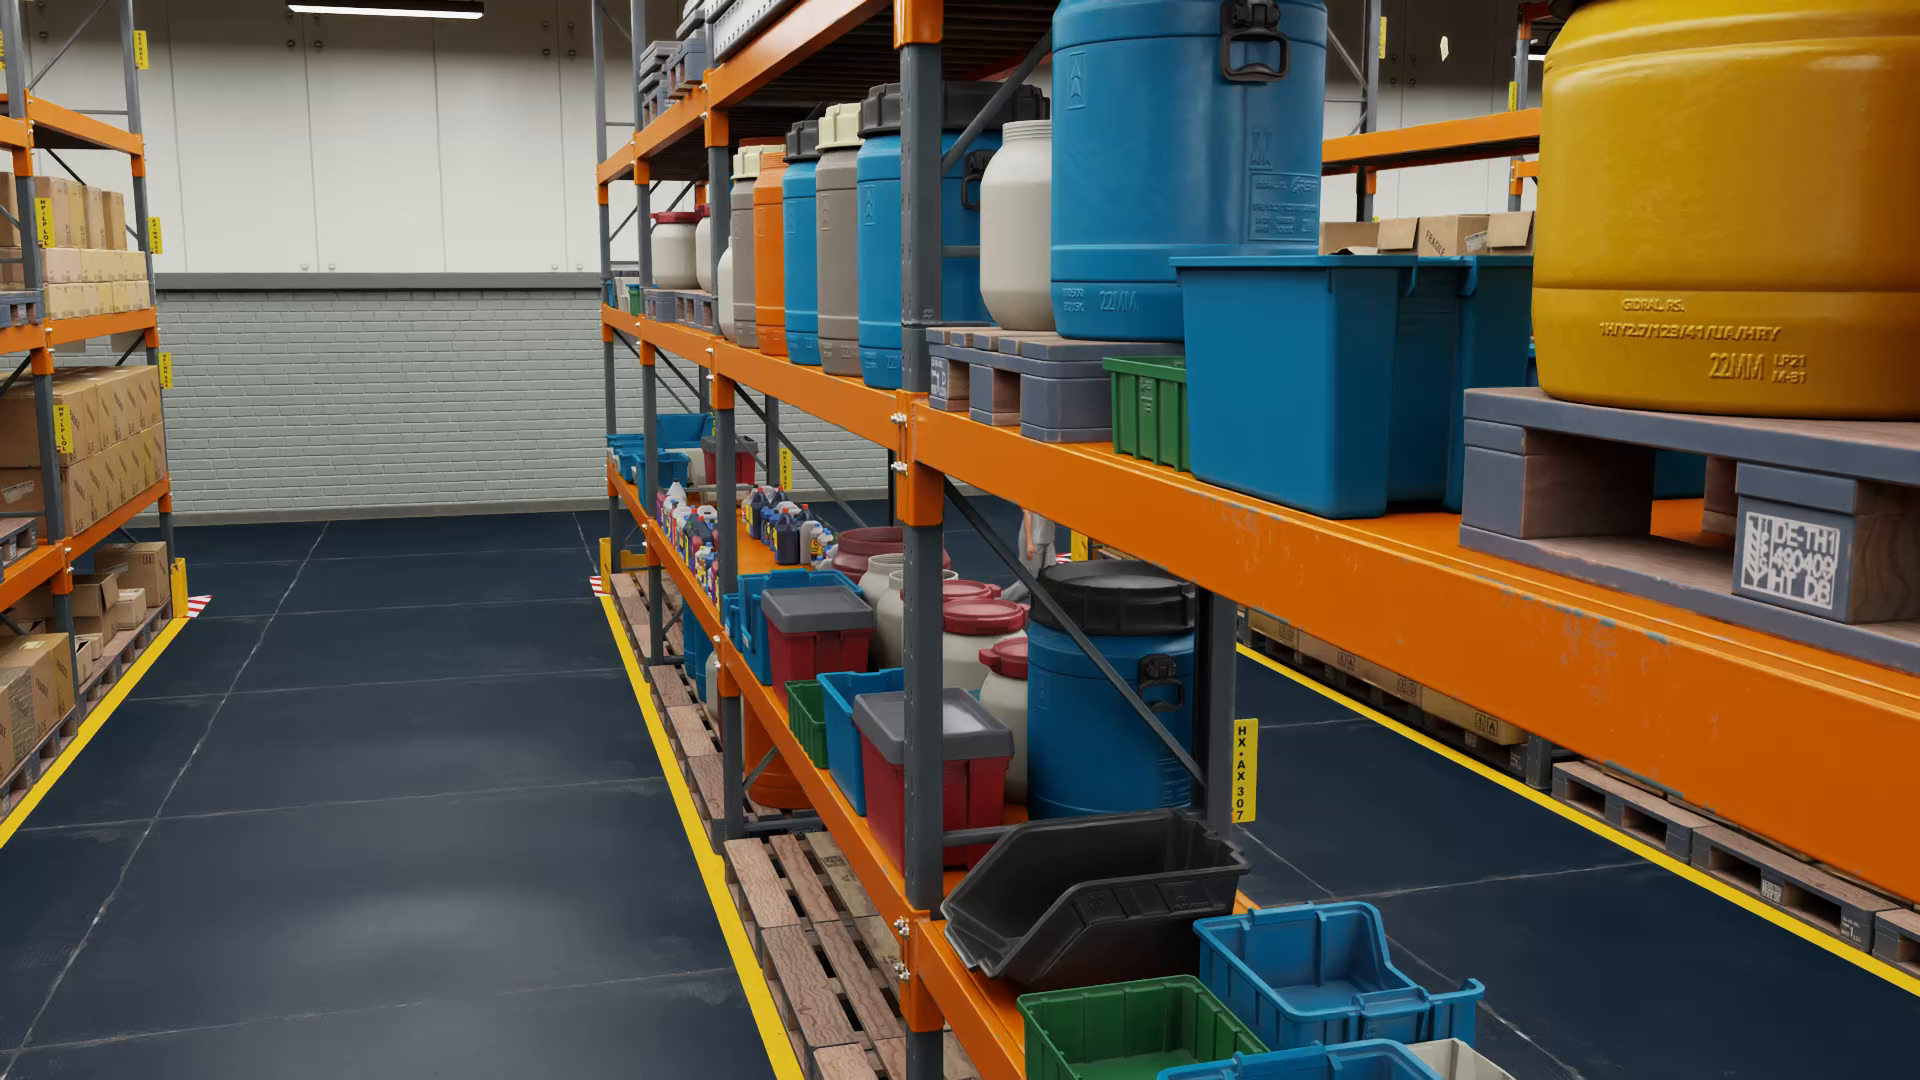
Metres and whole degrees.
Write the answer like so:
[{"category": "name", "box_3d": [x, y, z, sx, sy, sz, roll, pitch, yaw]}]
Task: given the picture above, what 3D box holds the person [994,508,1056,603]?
[{"category": "person", "box_3d": [0.607, 0.026, 14.179, 0.767, 1.661, 0.513, 6, 11, 31]}]
